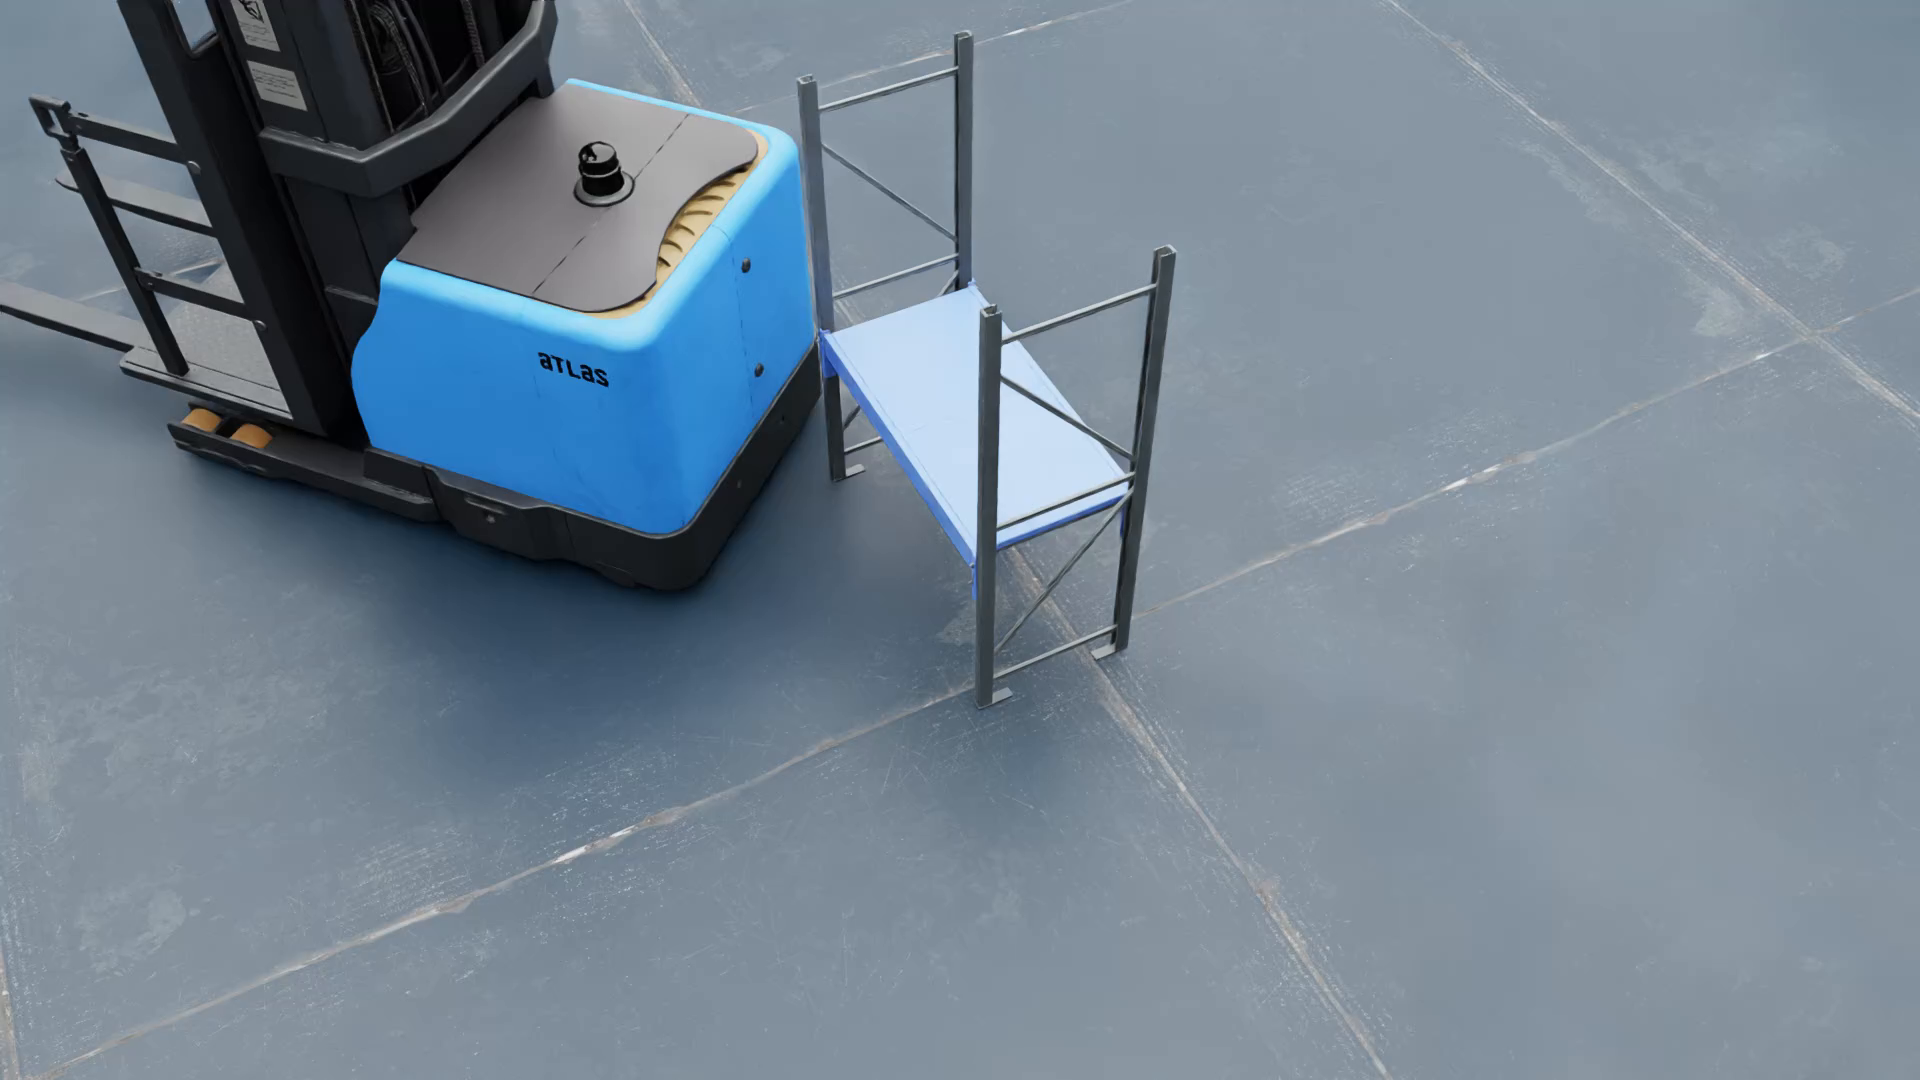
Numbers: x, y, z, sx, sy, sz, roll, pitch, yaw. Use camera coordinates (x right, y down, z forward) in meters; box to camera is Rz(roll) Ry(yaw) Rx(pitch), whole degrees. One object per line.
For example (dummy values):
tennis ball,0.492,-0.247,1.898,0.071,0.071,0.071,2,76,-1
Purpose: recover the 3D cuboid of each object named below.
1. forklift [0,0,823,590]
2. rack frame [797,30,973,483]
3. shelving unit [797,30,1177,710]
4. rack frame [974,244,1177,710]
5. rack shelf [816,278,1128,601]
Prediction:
forklift,-2.029,-1.531,4.642,3.031,2.935,1.130,17,51,14
rack frame,-0.194,-0.777,4.933,0.500,1.500,0.032,-21,52,-18
shelving unit,0.039,-0.437,4.636,0.538,1.500,1.048,-21,52,-18
rack frame,0.272,-0.096,4.338,0.500,1.500,0.032,-21,52,-18
rack shelf,0.039,-0.318,4.771,0.538,0.185,1.000,-21,52,-18
